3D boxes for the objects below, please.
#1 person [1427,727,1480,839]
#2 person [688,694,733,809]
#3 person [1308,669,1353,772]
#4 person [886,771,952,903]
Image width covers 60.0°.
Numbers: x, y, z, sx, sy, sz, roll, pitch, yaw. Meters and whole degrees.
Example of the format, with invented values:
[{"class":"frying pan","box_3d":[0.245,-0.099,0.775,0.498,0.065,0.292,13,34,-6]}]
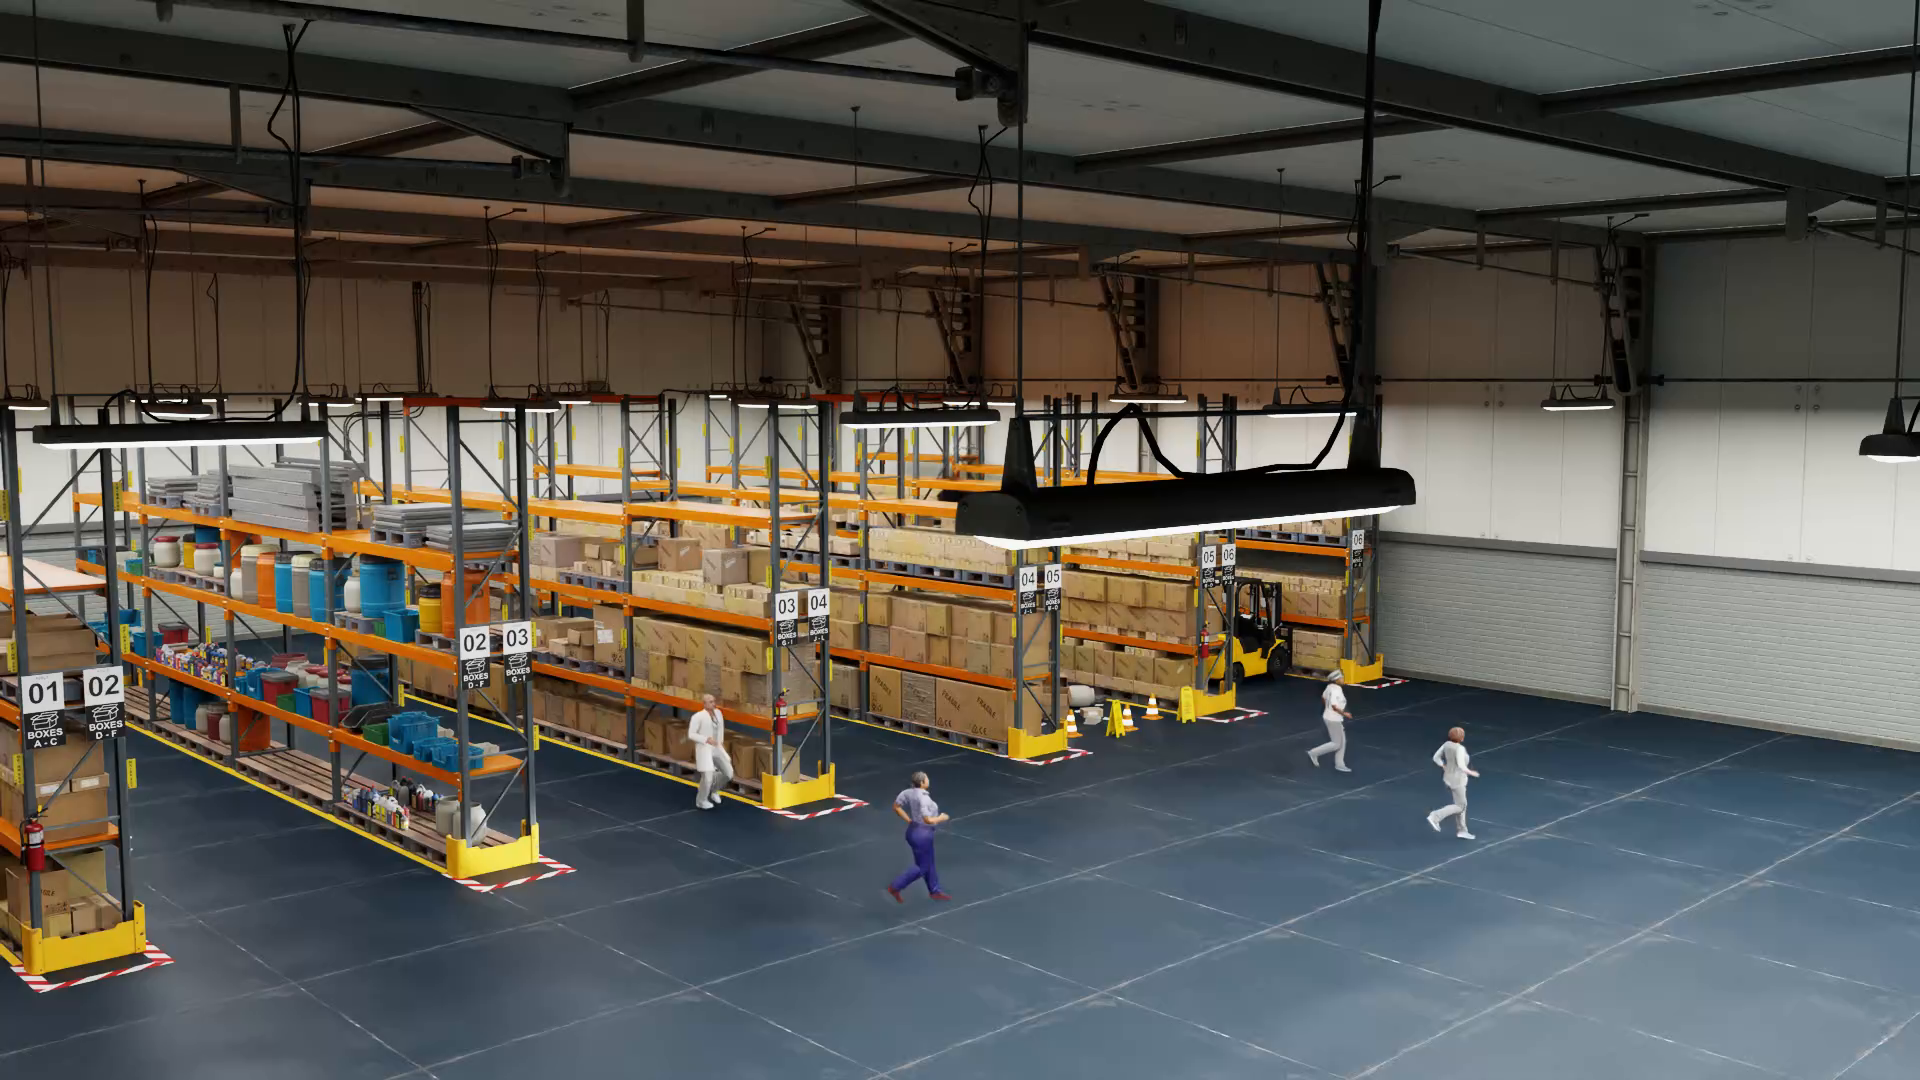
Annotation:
[{"class":"person","box_3d":[6.752,3.352,22.841,0.774,1.598,0.553,-2,6,-16]},{"class":"person","box_3d":[-3.644,3.116,24.386,0.707,1.704,0.734,5,8,44]},{"class":"person","box_3d":[5.978,2.916,26.865,0.757,1.695,0.586,0,6,0]},{"class":"person","box_3d":[-0.480,3.579,19.948,0.900,1.648,0.609,-3,6,-26]}]
